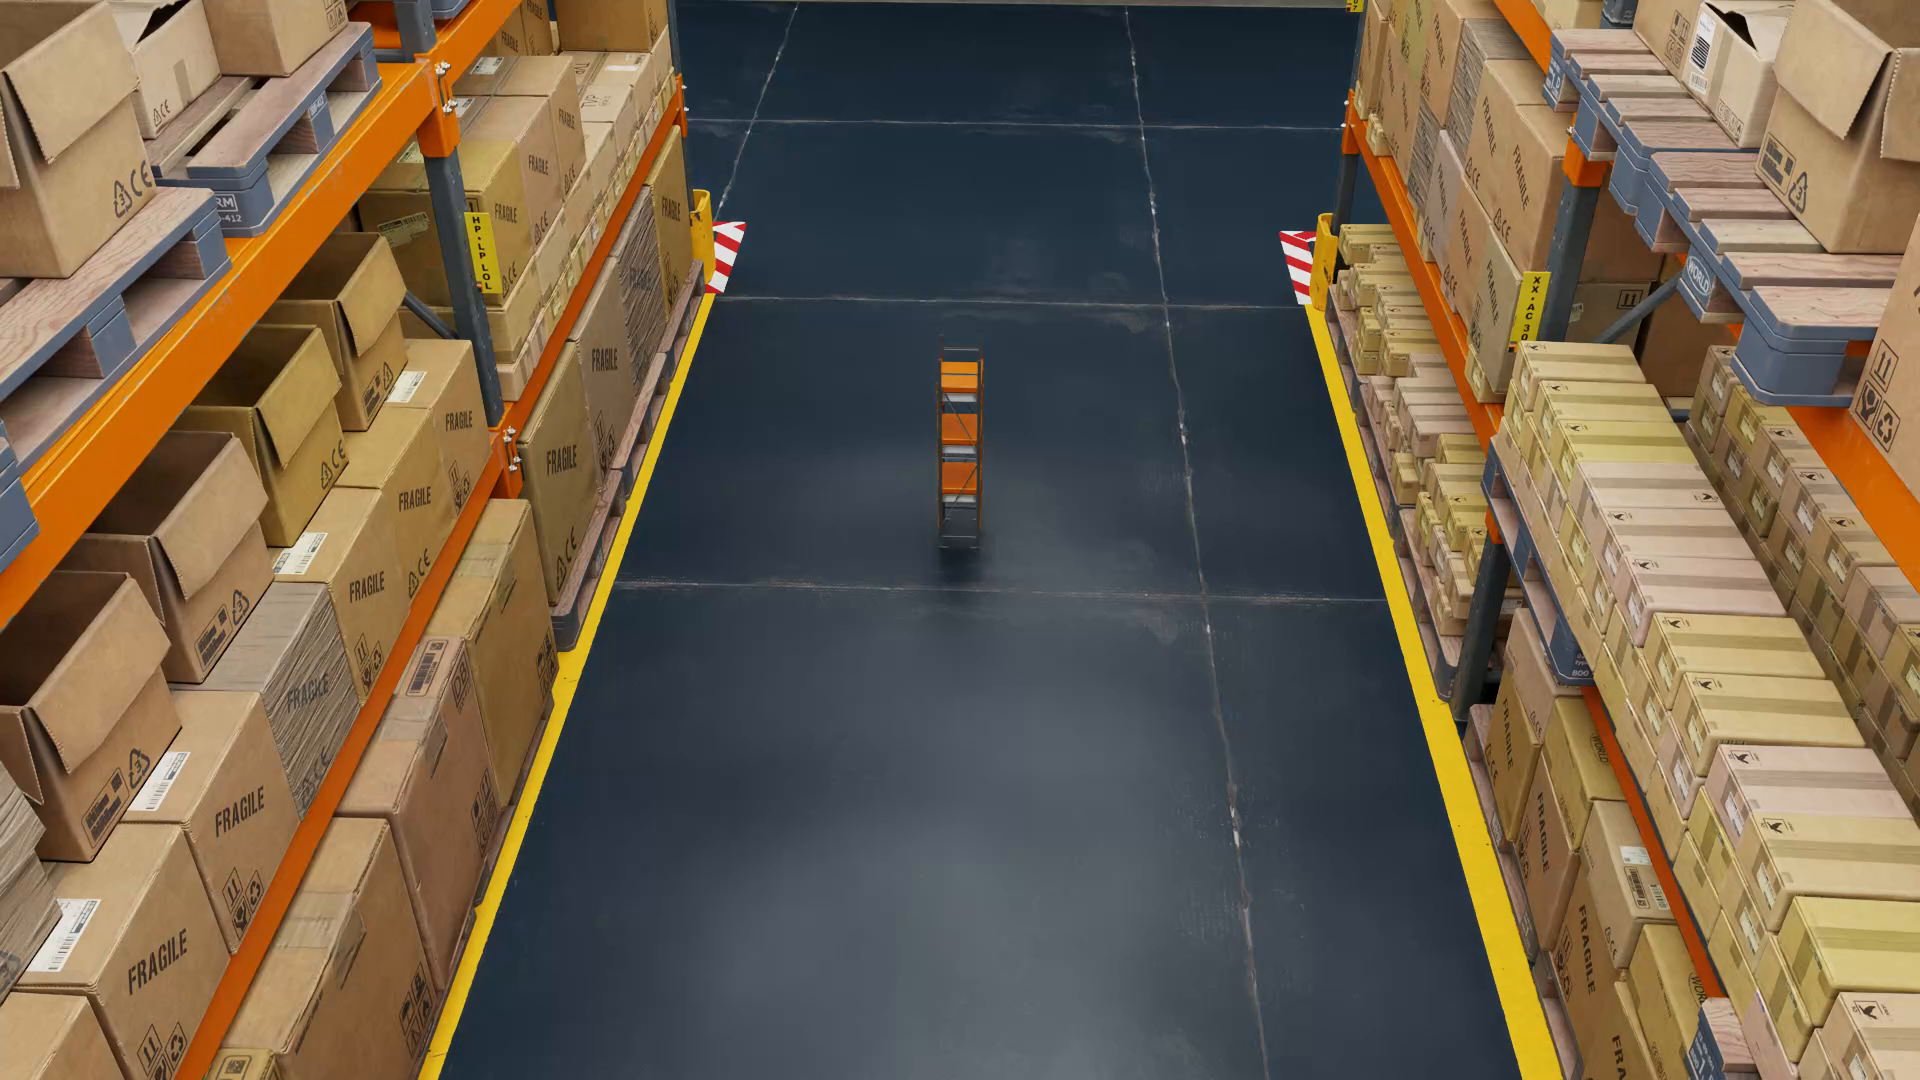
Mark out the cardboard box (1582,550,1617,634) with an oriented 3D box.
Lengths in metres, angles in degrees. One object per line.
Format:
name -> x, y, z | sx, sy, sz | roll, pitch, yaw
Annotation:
cardboard box -> 2.109, 0.160, 5.008 | 0.380, 0.149, 0.250 | 3, 35, 4

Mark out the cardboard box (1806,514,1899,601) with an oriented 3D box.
cardboard box -> 2.754, 0.051, 4.905 | 0.380, 0.149, 0.250 | 0, 35, 0

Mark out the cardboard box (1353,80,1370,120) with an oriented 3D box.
cardboard box -> 2.442, -2.483, 9.393 | 0.380, 0.149, 0.250 | 1, 35, 2

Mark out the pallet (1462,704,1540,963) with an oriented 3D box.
pallet -> 2.592, 1.122, 6.470 | 1.003, 0.211, 1.213 | 1, 35, 2

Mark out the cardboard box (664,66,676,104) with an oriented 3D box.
cardboard box -> -1.855, -2.622, 9.591 | 0.380, 0.149, 0.250 | 2, 35, 3

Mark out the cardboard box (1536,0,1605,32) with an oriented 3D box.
cardboard box -> 2.371, -1.921, 5.896 | 0.500, 0.250, 0.500 | 2, 35, 3

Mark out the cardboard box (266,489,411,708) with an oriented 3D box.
cardboard box -> -2.117, 0.180, 5.299 | 0.500, 0.500, 0.500 | 1, 35, 1

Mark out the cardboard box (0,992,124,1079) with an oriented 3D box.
cardboard box -> -2.200, 1.345, 3.640 | 0.500, 0.500, 0.500 | 2, 35, 3

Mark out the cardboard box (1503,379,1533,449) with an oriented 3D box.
cardboard box -> 2.146, -0.441, 5.864 | 0.380, 0.149, 0.250 | 2, 35, 3

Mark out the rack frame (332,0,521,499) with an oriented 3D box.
rack frame -> -2.330, -0.639, 6.551 | 1.000, 3.000, 0.127 | 1, 35, 2

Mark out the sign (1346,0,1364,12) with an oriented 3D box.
sign -> 2.240, -3.131, 9.344 | 0.100, 0.325, 0.005 | 1, 35, 2

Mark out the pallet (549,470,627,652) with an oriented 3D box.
pallet -> -2.222, 0.067, 7.971 | 1.003, 0.211, 1.213 | 1, 35, 2

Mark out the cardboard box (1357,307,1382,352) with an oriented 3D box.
cardboard box -> 2.397, -1.153, 9.137 | 0.380, 0.149, 0.250 | 2, 35, 3

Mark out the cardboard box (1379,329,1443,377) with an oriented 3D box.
cardboard box -> 2.389, -0.964, 8.609 | 0.380, 0.149, 0.250 | 2, 35, 3

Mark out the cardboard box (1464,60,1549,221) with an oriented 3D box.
cardboard box -> 2.386, -1.612, 6.719 | 0.500, 0.500, 0.500 | 0, 35, 0

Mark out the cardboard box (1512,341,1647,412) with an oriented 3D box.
cardboard box -> 2.146, -0.563, 5.778 | 0.380, 0.149, 0.250 | 3, 35, 4

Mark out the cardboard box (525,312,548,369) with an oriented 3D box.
cardboard box -> -1.976, -0.849, 7.068 | 0.380, 0.149, 0.250 | 0, 35, 0

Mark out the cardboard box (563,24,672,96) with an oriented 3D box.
cardboard box -> -1.924, -2.713, 9.373 | 0.500, 0.250, 0.500 | 1, 35, 1

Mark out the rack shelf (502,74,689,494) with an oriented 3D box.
rack shelf -> -2.250, -1.494, 8.392 | 1.077, 0.370, 4.000 | 1, 35, 2

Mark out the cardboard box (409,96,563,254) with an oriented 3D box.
cardboard box -> -2.028, -1.558, 7.078 | 0.500, 0.500, 0.500 | 1, 35, 2

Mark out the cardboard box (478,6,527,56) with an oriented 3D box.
cardboard box -> -2.494, -2.450, 8.347 | 0.500, 0.500, 0.500 | 0, 35, 1

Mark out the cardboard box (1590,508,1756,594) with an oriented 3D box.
cardboard box -> 2.106, 0.035, 4.928 | 0.380, 0.149, 0.250 | 1, 35, 1

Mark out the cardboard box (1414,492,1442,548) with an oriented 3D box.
cardboard box -> 2.308, -0.092, 7.628 | 0.380, 0.149, 0.250 | 0, 35, 0

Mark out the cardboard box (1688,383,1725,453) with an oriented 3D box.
cardboard box -> 2.803, -0.424, 5.839 | 0.380, 0.149, 0.250 | 2, 35, 3

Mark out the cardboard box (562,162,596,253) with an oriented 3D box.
cardboard box -> -2.010, -1.547, 7.714 | 0.500, 0.250, 0.500 | 2, 35, 3

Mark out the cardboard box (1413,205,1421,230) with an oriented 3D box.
cardboard box -> 2.430, -1.586, 8.116 | 0.380, 0.149, 0.250 | 3, 35, 4

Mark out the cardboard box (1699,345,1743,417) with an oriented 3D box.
cardboard box -> 2.800, -0.544, 5.751 | 0.380, 0.149, 0.250 | 3, 35, 4

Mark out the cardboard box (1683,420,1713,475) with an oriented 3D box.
cardboard box -> 2.803, -0.303, 5.925 | 0.380, 0.149, 0.250 | 1, 35, 1

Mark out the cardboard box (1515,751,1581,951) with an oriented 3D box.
cardboard box -> 2.307, 1.107, 5.875 | 0.500, 0.500, 0.500 | 3, 35, 4

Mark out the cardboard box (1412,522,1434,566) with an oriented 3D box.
cardboard box -> 2.337, -0.006, 7.764 | 0.380, 0.149, 0.250 | 0, 35, 0

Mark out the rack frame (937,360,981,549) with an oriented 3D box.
rack frame -> -0.003, -0.390, 7.892 | 0.200, 1.050, 0.008 | 1, 35, 2

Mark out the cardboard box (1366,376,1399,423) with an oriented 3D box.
cardboard box -> 2.378, -0.747, 8.818 | 0.380, 0.149, 0.250 | 0, 35, 0

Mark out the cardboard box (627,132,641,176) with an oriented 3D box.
cardboard box -> -1.895, -2.035, 8.756 | 0.380, 0.149, 0.250 | 1, 35, 1

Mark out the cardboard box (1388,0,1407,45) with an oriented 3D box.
cardboard box -> 2.485, -2.794, 8.402 | 0.500, 0.500, 0.500 | 2, 35, 3

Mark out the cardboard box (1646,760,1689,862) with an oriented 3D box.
cardboard box -> 2.078, 0.732, 4.453 | 0.380, 0.149, 0.250 | 2, 35, 3

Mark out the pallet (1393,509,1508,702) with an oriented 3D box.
pallet -> 2.613, 0.288, 7.657 | 1.003, 0.211, 1.213 | 1, 35, 2

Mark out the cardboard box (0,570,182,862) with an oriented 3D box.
cardboard box -> -2.417, 0.414, 4.093 | 0.797, 0.503, 0.637 | 2, 35, 3

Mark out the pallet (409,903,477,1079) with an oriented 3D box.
pallet -> -2.332, 1.650, 5.719 | 1.003, 0.211, 1.213 | 1, 35, 2

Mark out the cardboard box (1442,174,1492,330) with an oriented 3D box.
cardboard box -> 2.381, -1.212, 7.020 | 0.500, 0.500, 0.500 | 0, 35, 1

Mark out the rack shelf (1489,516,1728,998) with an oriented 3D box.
rack shelf -> 2.541, 0.977, 4.877 | 1.077, 0.370, 4.000 | 1, 35, 2

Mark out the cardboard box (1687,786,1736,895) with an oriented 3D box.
cardboard box -> 2.066, 0.755, 4.161 | 0.380, 0.149, 0.250 | 1, 35, 2

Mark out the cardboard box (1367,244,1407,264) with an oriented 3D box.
cardboard box -> 2.531, -1.559, 9.456 | 0.380, 0.149, 0.250 | 2, 35, 3

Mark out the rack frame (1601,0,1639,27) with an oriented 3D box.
rack frame -> 2.622, -2.921, 4.580 | 1.000, 3.000, 0.127 | 1, 35, 2

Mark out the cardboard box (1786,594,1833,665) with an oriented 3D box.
cardboard box -> 2.766, 0.294, 5.077 | 0.380, 0.149, 0.250 | 0, 35, 0

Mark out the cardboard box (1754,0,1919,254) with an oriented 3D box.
cardboard box -> 2.428, -1.023, 4.034 | 0.797, 0.503, 0.637 | 1, 35, 1

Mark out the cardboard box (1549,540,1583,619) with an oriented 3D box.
cardboard box -> 2.116, 0.127, 5.313 | 0.380, 0.149, 0.250 | 2, 35, 2

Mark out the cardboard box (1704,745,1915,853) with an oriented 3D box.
cardboard box -> 2.068, 0.640, 4.066 | 0.380, 0.149, 0.250 | 1, 35, 2

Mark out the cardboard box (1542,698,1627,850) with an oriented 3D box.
cardboard box -> 2.309, 0.802, 5.657 | 0.500, 0.250, 0.500 | 2, 35, 3

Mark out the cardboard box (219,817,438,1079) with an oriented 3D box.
cardboard box -> -2.399, 1.449, 5.063 | 1.225, 0.875, 0.875 | 1, 35, 2

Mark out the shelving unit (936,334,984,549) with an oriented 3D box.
shelving unit -> 0.002, -0.460, 7.992 | 0.215, 1.050, 0.252 | 1, 35, 2

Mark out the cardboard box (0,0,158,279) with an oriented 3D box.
cardboard box -> -2.430, -0.956, 3.938 | 0.797, 0.503, 0.637 | 1, 35, 1

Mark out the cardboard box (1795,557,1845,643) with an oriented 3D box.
cardboard box -> 2.762, 0.177, 4.985 | 0.380, 0.149, 0.250 | 0, 35, -1

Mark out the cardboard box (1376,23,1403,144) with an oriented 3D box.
cardboard box -> 2.492, -2.368, 8.664 | 0.500, 0.500, 0.500 | 1, 35, 2

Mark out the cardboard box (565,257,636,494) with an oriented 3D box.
cardboard box -> -2.188, -0.836, 8.313 | 0.875, 0.875, 0.875 | 1, 35, 2

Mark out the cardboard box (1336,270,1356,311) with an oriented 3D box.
cardboard box -> 2.441, -1.476, 9.856 | 0.380, 0.149, 0.250 | 2, 35, 3

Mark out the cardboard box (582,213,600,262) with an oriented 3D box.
cardboard box -> -1.935, -1.443, 7.913 | 0.380, 0.149, 0.250 | 2, 35, 2

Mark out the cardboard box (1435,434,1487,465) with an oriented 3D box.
cardboard box -> 2.438, -0.364, 7.756 | 0.380, 0.149, 0.250 | 2, 35, 3

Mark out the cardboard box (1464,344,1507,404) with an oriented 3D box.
cardboard box -> 2.301, -0.684, 6.833 | 0.380, 0.149, 0.250 | 0, 35, 1
